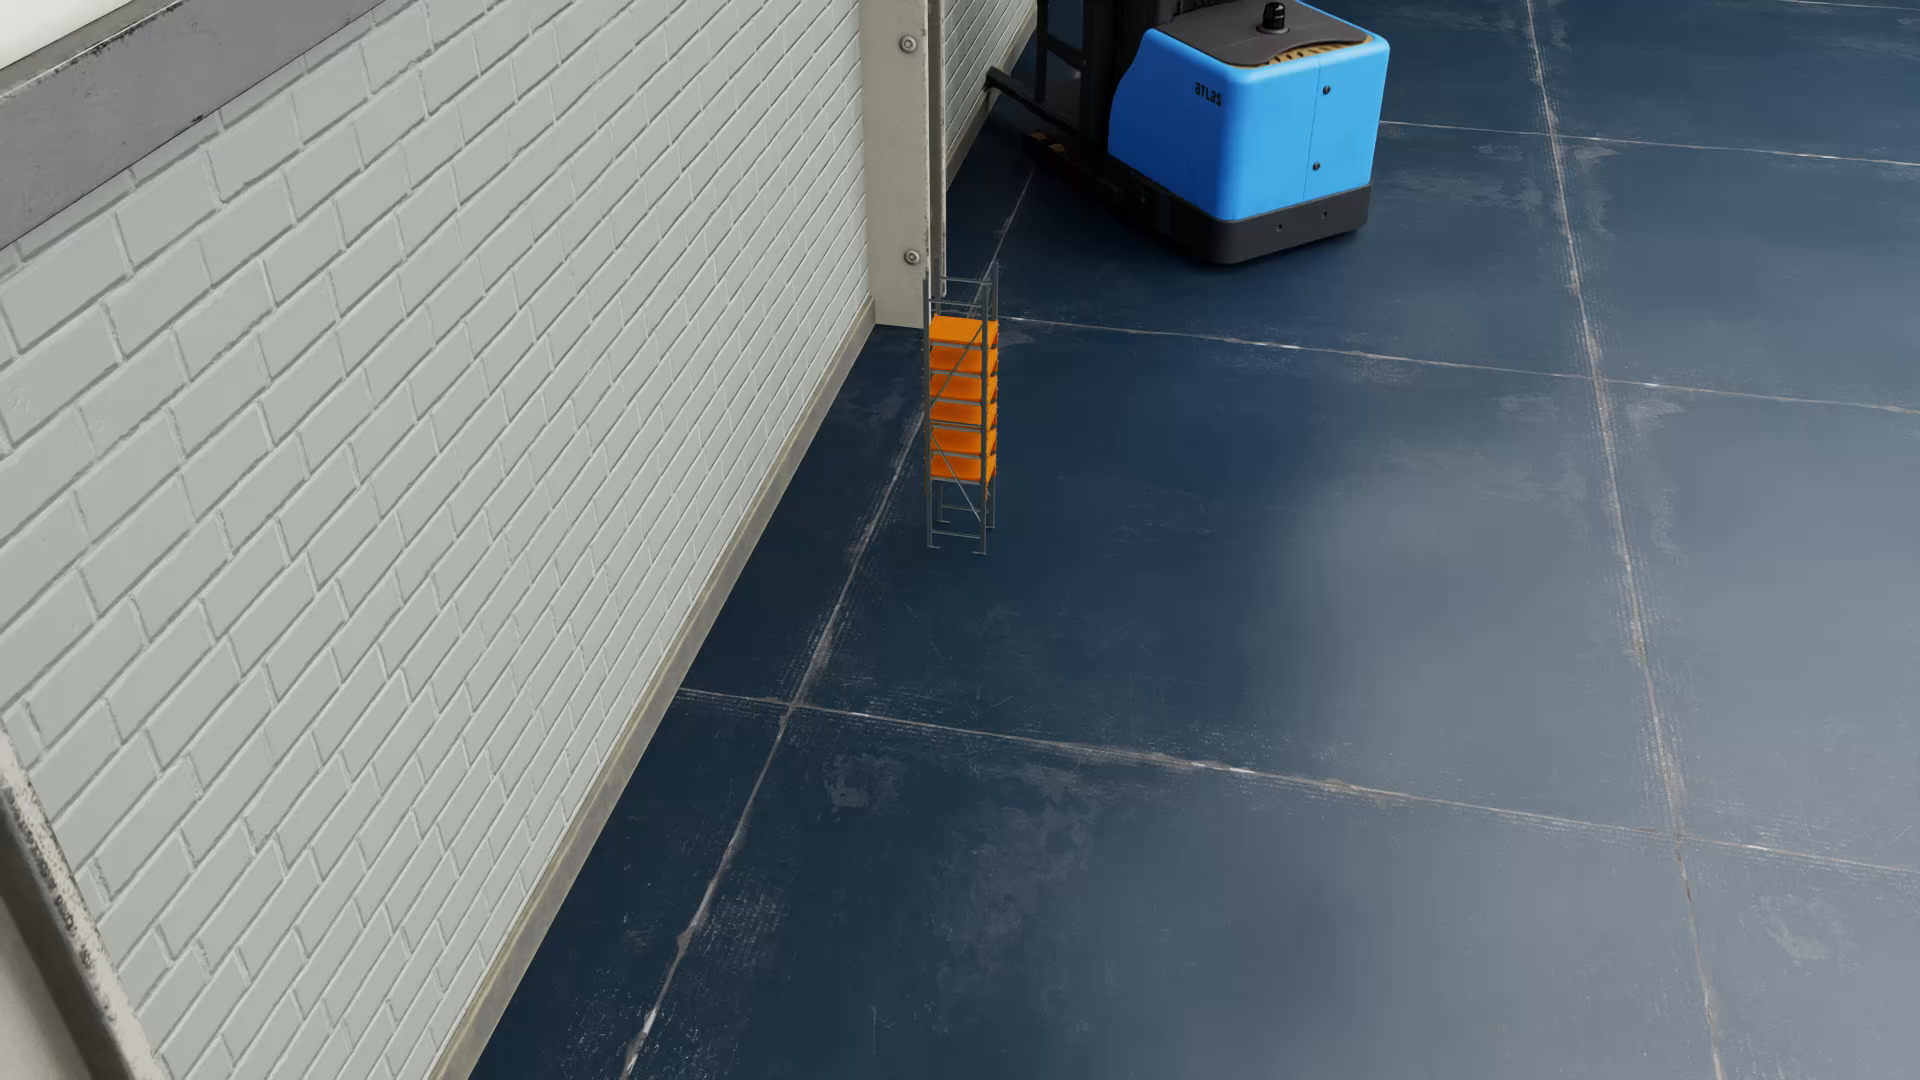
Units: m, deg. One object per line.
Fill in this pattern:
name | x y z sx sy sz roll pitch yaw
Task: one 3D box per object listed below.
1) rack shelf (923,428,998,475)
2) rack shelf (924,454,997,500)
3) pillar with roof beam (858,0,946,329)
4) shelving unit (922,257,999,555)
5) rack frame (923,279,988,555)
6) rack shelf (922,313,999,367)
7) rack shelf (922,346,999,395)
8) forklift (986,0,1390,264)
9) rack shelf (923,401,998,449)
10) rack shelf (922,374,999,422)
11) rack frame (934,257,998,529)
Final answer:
rack shelf | 0.003 -0.361 6.506 0.258 0.103 0.180 7 37 10
rack shelf | 0.003 -0.264 6.576 0.258 0.103 0.180 7 37 10
pillar with roof beam | 3.944 -4.275 4.980 9.100 9.000 0.400 7 37 10
shelving unit | 0.003 -0.494 6.409 0.258 1.200 0.189 7 37 10
rack frame | -0.016 -0.442 6.337 0.240 1.200 0.006 7 37 10
rack shelf | 0.003 -0.750 6.224 0.258 0.103 0.180 7 37 10
rack shelf | 0.003 -0.652 6.295 0.258 0.103 0.180 7 37 10
forklift | 1.026 -3.451 9.014 1.130 2.935 3.031 -19 40 -24
rack shelf | 0.003 -0.458 6.435 0.258 0.103 0.180 7 37 10
rack shelf | 0.003 -0.555 6.365 0.258 0.103 0.180 7 37 10
rack frame | 0.023 -0.547 6.482 0.240 1.200 0.006 7 37 10
